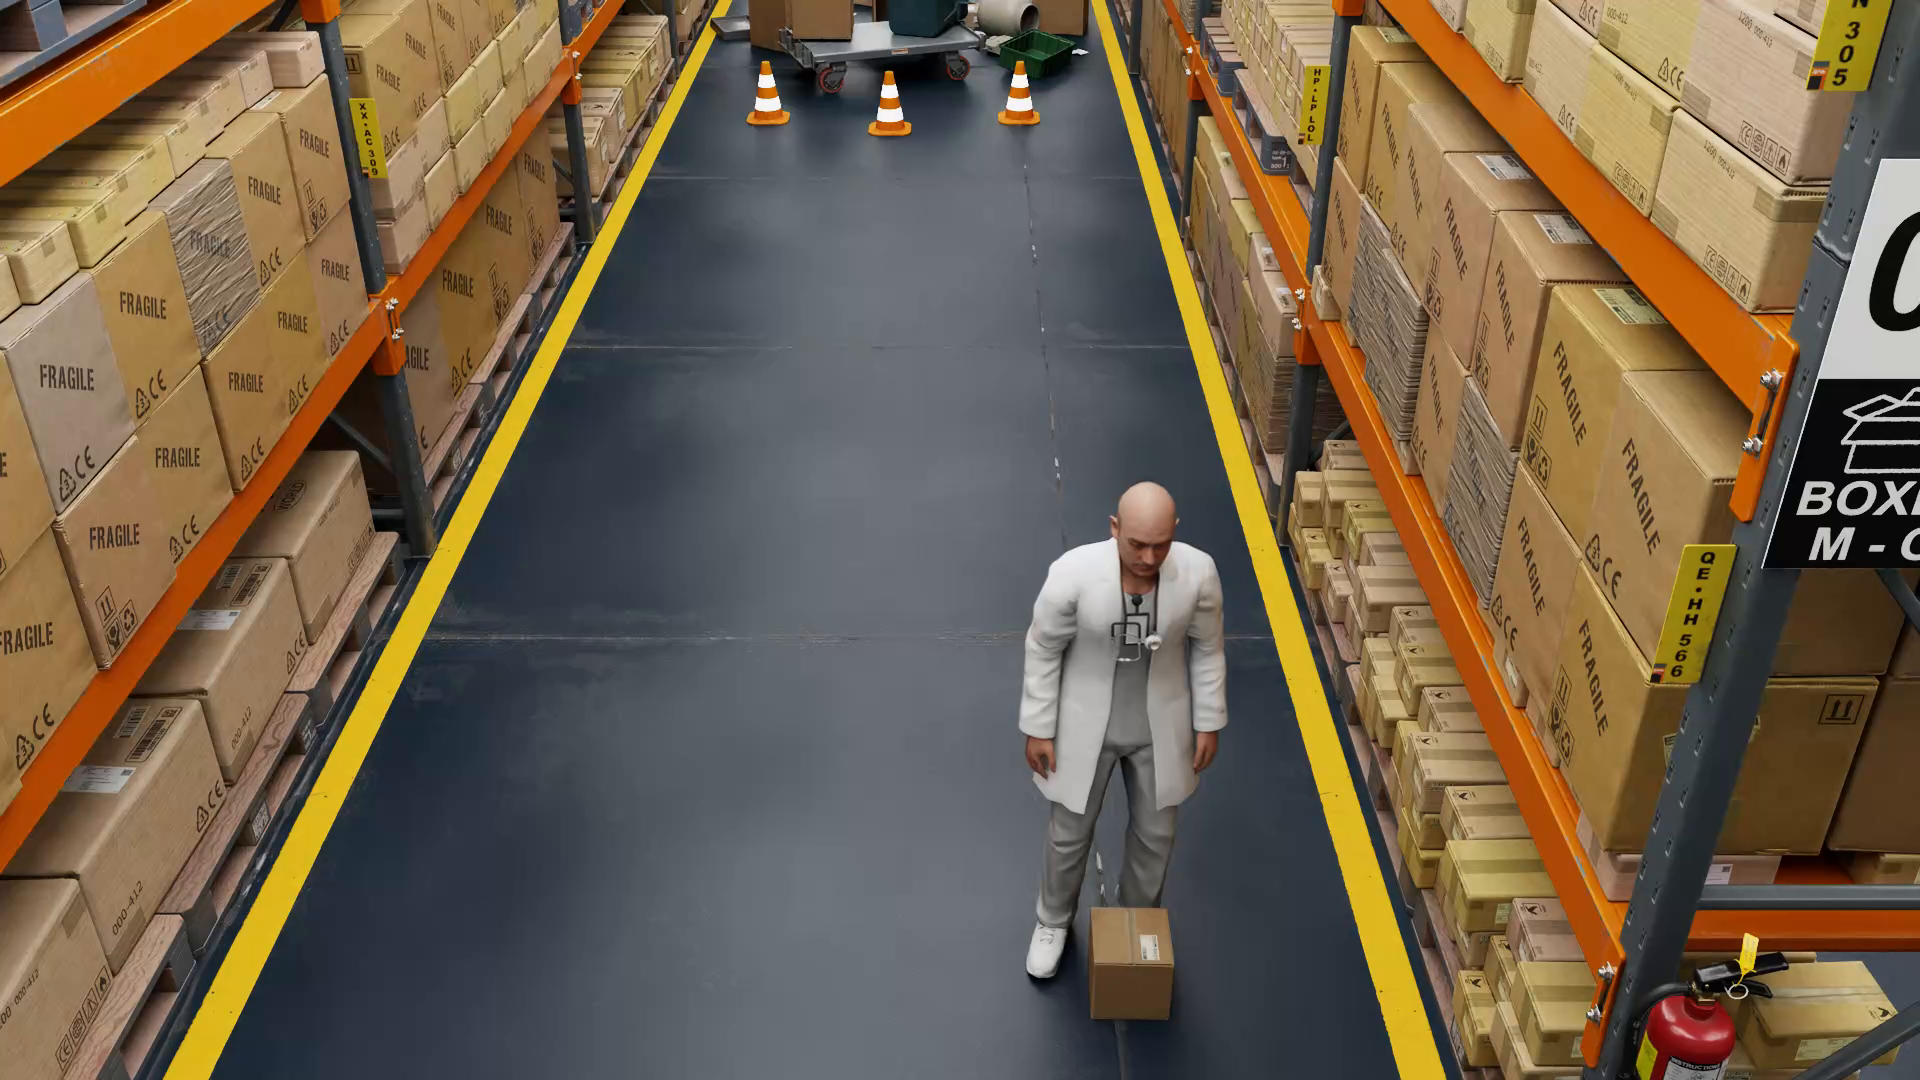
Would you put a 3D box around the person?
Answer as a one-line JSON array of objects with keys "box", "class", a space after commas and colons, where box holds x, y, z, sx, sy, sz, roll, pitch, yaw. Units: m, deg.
[{"box": [0.507, 0.585, 5.179, 0.653, 1.774, 0.418, -2, 31, -3], "class": "person"}]
